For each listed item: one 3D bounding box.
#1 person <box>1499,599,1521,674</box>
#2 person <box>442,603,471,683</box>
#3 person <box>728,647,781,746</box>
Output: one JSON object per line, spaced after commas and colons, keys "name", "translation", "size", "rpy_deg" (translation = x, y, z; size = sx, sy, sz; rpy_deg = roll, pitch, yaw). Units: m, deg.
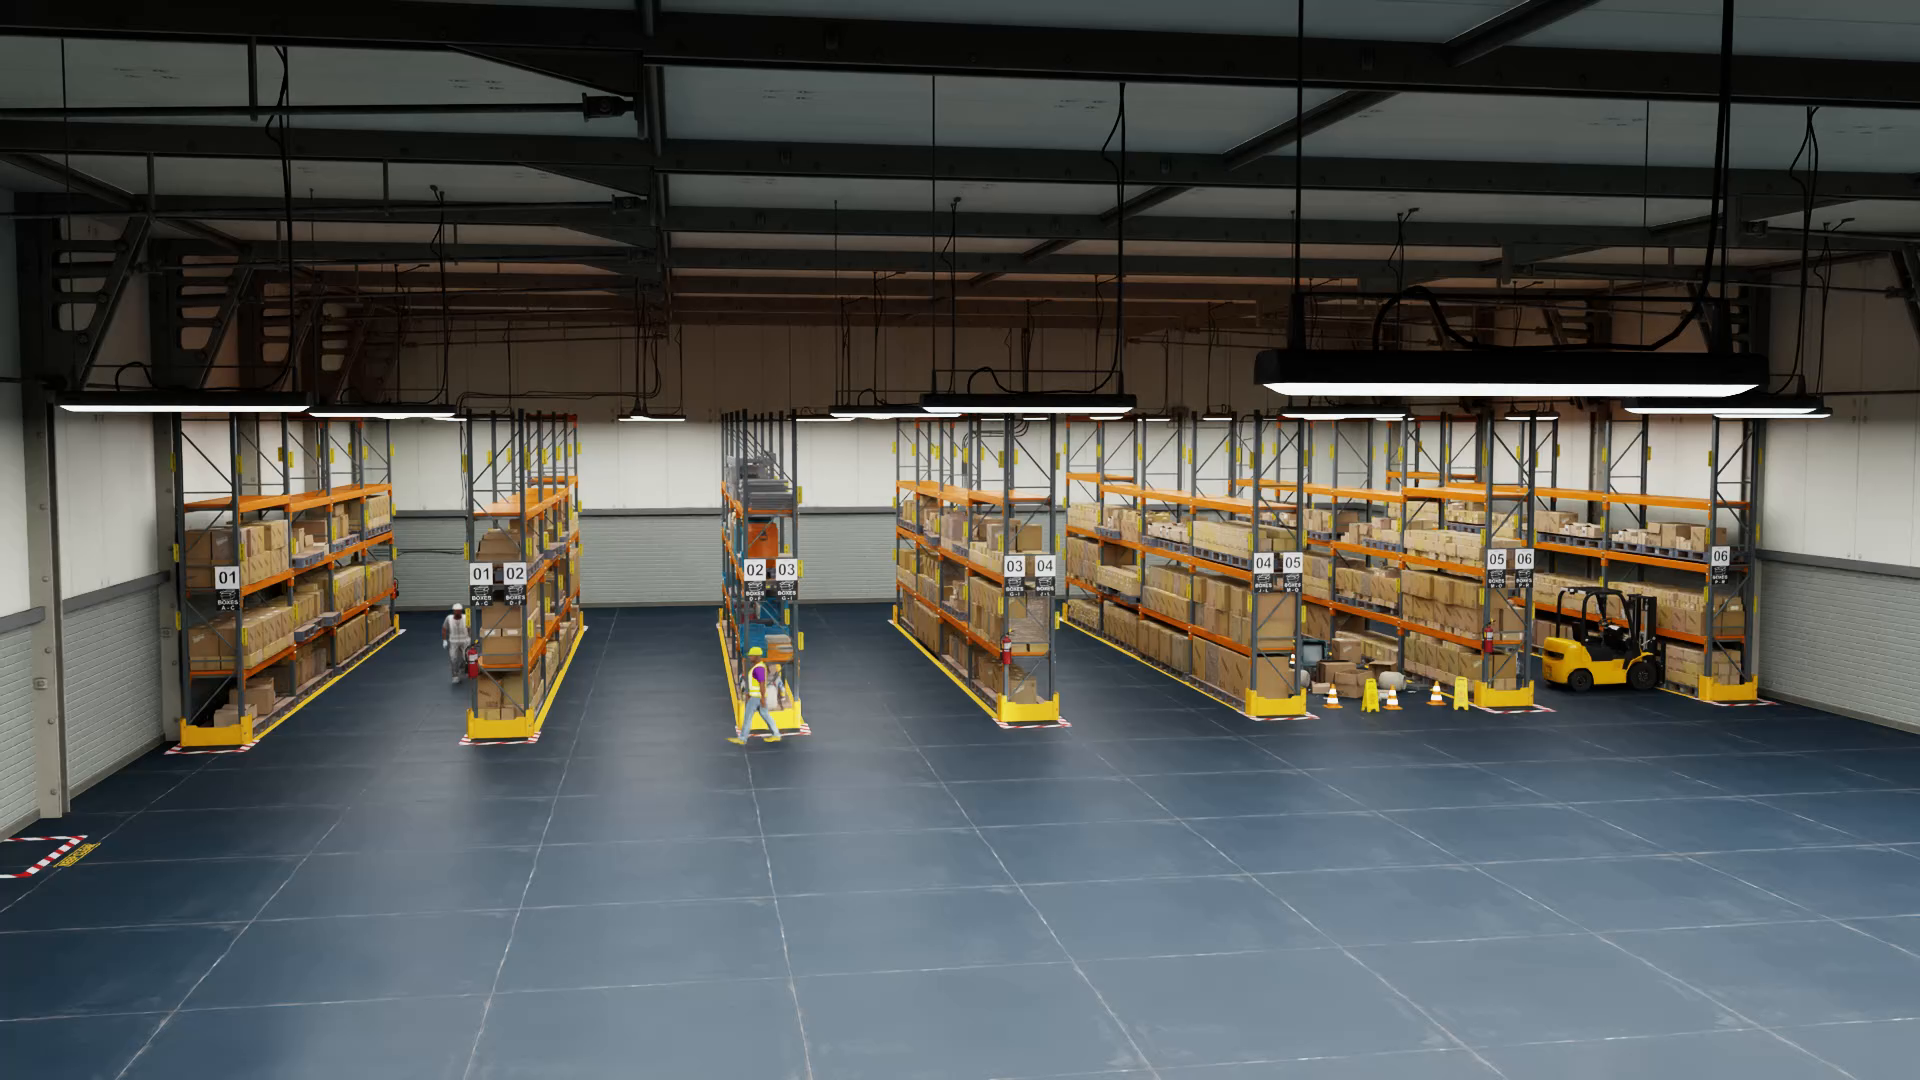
{"name": "person", "translation": [12.706, 2.221, 38.308], "size": [0.635, 1.672, 0.819], "rpy_deg": [-1, 4, -10]}
{"name": "person", "translation": [-11.181, 2.270, 36.997], "size": [0.647, 1.763, 0.689], "rpy_deg": [-2, 4, -21]}
{"name": "person", "translation": [-3.668, 2.781, 29.752], "size": [0.908, 1.742, 0.568], "rpy_deg": [0, 4, 1]}
